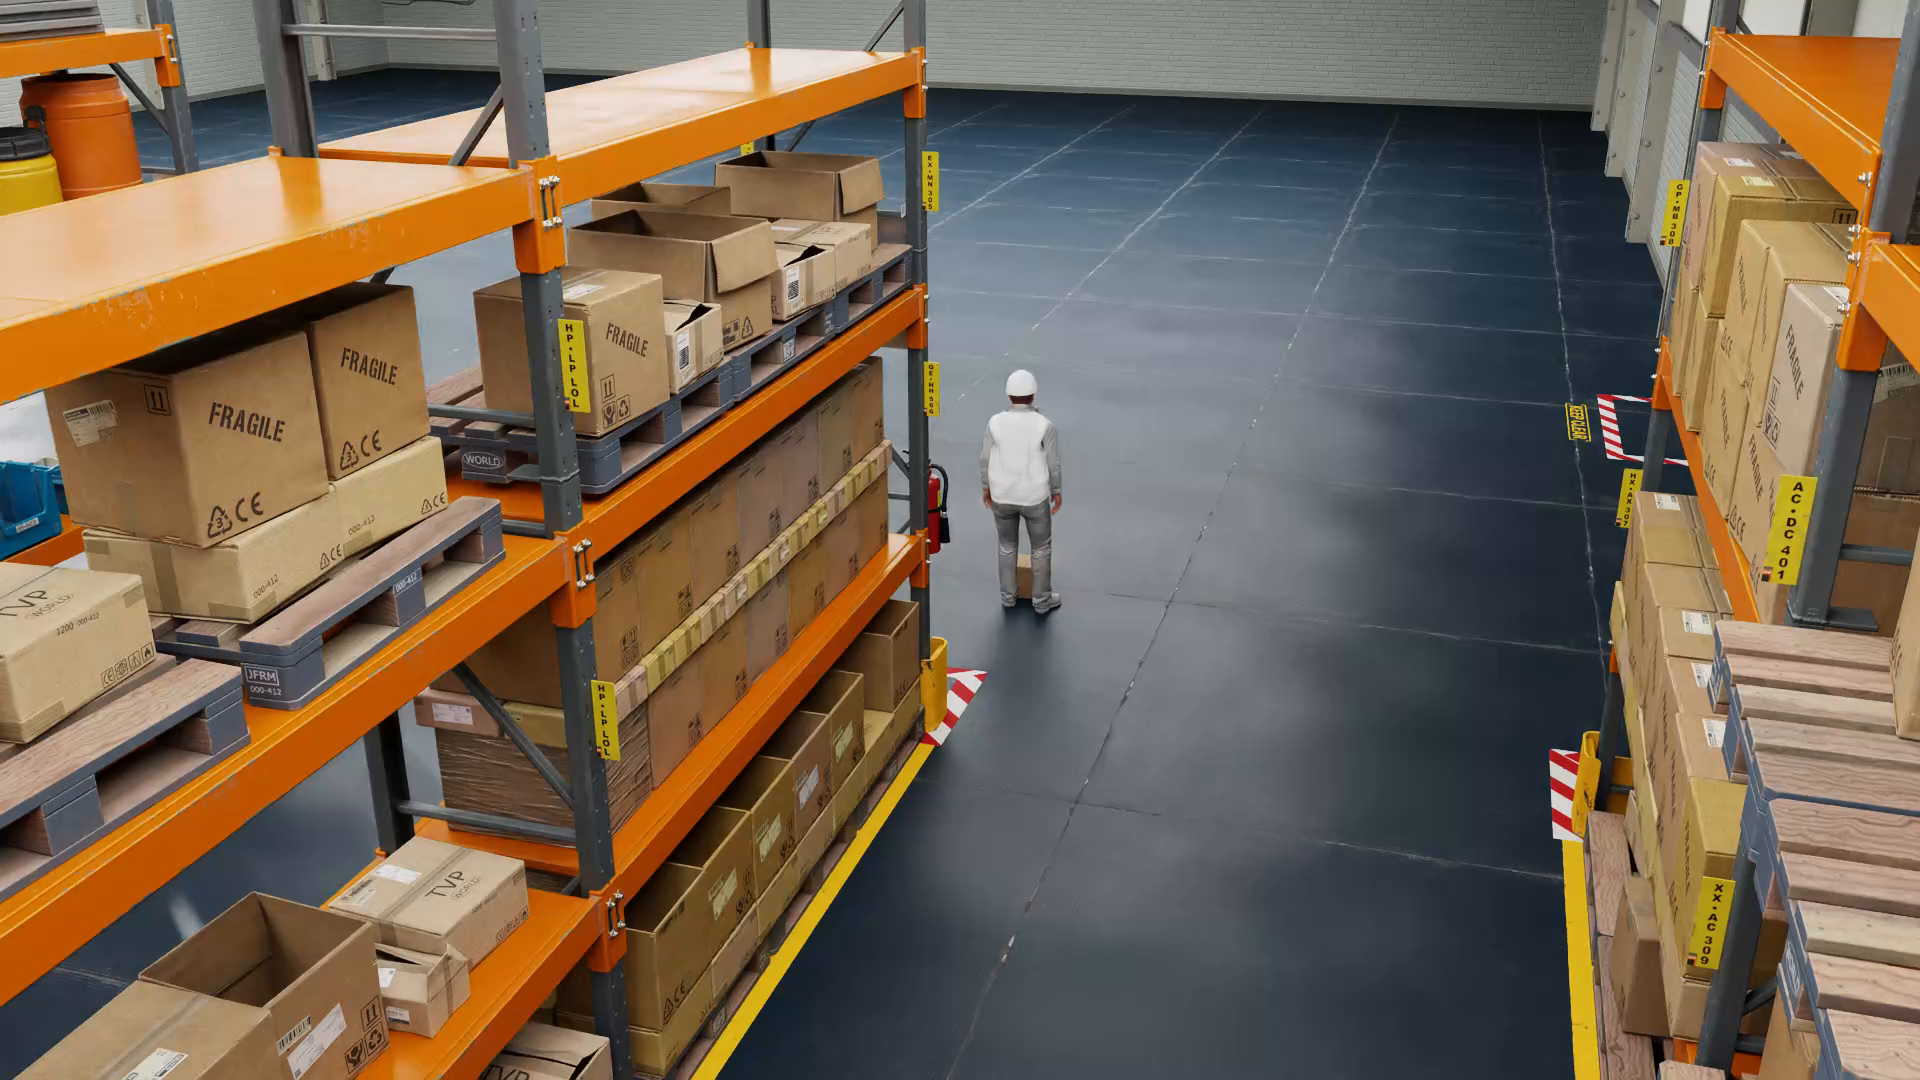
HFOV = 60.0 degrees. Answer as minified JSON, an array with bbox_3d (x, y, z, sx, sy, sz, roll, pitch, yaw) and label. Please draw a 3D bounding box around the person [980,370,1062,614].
[{"bbox_3d":[0.438,-0.342,11.905,0.589,1.772,0.465,6,22,14],"label":"person"}]
